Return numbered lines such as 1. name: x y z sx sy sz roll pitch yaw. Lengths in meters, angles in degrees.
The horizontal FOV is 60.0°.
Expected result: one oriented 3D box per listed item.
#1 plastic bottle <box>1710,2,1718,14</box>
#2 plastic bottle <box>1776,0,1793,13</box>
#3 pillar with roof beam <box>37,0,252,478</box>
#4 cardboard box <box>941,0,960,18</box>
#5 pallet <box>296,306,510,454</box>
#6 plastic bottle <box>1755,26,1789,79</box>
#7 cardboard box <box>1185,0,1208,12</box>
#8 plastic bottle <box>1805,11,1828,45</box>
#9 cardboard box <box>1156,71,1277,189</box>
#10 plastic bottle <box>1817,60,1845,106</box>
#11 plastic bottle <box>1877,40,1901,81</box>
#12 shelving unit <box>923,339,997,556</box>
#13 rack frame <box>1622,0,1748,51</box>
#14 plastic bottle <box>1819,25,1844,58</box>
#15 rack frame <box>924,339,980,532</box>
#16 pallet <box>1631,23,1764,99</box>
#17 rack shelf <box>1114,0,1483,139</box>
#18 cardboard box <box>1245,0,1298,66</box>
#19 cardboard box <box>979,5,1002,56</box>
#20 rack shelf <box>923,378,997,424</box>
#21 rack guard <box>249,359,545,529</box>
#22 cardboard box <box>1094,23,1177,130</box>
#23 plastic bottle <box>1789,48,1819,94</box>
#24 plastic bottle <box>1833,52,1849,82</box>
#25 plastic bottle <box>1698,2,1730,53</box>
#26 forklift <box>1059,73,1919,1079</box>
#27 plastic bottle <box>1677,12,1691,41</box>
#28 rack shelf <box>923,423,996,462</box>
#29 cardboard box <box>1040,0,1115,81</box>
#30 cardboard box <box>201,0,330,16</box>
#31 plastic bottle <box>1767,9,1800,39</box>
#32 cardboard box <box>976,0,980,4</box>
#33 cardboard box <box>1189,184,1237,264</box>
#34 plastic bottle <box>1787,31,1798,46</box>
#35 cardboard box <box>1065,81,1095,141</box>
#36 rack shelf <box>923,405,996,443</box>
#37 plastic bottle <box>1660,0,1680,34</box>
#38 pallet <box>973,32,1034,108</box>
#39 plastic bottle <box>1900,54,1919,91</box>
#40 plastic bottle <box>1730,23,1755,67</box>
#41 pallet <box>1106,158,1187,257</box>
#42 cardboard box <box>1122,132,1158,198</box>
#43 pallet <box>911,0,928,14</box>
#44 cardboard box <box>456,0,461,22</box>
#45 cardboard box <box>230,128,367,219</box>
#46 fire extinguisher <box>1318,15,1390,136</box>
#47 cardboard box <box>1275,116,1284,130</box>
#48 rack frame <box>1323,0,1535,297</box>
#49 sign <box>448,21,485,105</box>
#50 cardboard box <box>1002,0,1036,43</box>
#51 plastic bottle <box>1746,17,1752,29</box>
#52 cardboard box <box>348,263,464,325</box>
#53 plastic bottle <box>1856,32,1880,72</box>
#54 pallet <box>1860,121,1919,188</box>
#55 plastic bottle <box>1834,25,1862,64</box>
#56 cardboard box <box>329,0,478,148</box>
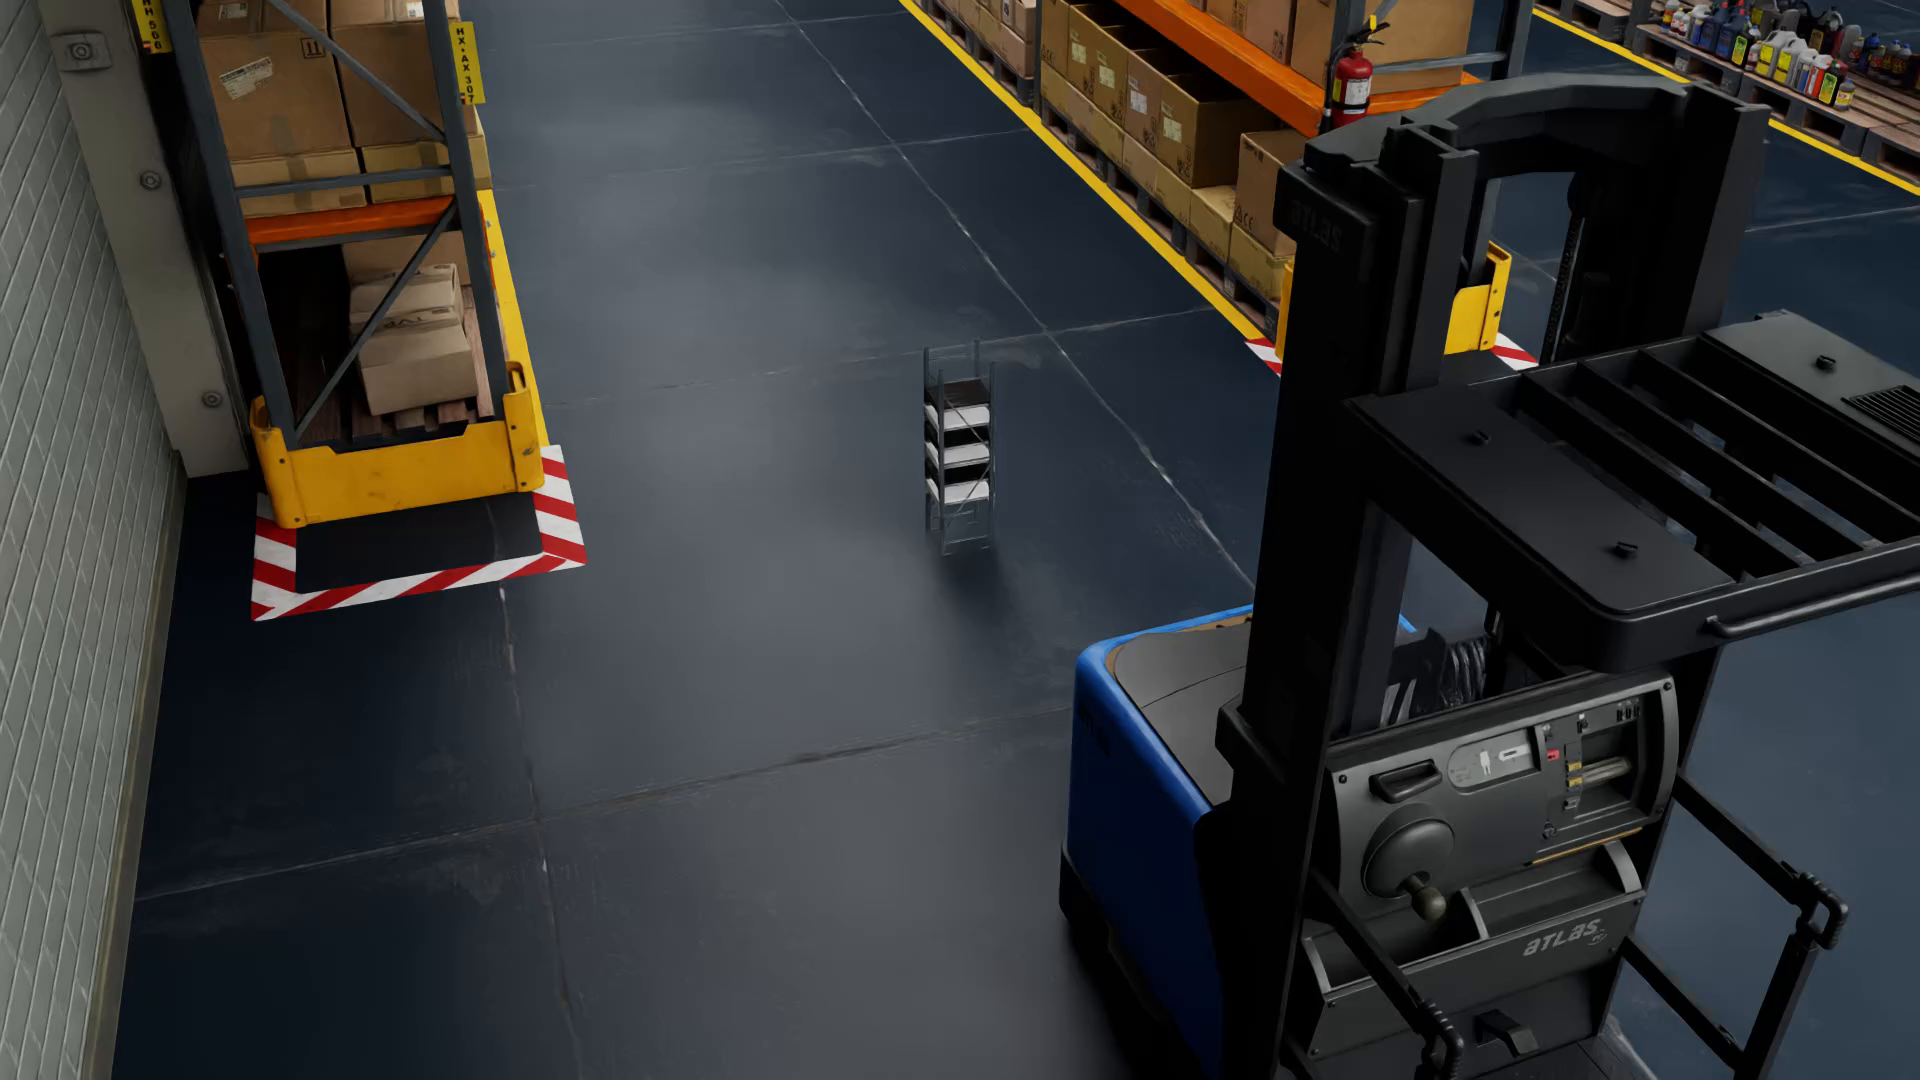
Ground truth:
1. plastic bottle: 5.641 -3.868 12.448 0.061 0.283 0.133 -10 35 -15
2. plastic bottle: 6.206 -3.995 12.578 0.144 0.351 0.185 -11 35 -16
3. pillar with roof beam: 0.583 -4.889 6.486 9.100 9.000 0.400 -10 35 -15
4. cardboard box: 0.152 -4.374 13.262 0.500 0.250 0.500 -9 35 -14
5. pallet: -2.717 -0.749 8.192 1.003 0.211 1.213 -10 35 -15
6. plastic bottle: 5.774 -3.469 11.782 0.144 0.351 0.185 -10 35 -15
7. cardboard box: 1.632 -3.376 9.548 0.700 0.500 0.500 -9 35 -13
8. plastic bottle: 6.354 -3.787 12.326 0.061 0.283 0.133 -8 34 -12
9. cardboard box: 1.471 -2.370 9.549 0.500 0.500 0.500 -10 35 -15
10. plastic bottle: 5.925 -3.105 11.293 0.061 0.283 0.133 -9 35 -14
11. plastic bottle: 6.564 -3.388 11.732 0.097 0.271 0.097 0 33 0
12. shelving unit: -0.002 -0.380 7.008 0.258 0.900 0.210 -10 35 -15
13. rack frame: 5.735 -5.206 12.408 1.000 3.000 0.127 -10 35 -15
14. plastic bottle: 6.308 -3.592 12.030 0.061 0.283 0.133 -10 35 -15
15. rack frame: -0.033 -0.433 7.089 0.240 0.900 0.006 -10 35 -15
16. pallet: 5.901 -3.683 12.632 1.003 0.211 1.213 -10 35 -15
17. rack shelf: 1.627 -3.025 9.759 1.077 0.370 4.000 -10 35 -15
18. cardboard box: 1.942 -2.839 8.735 0.700 0.500 0.500 -9 35 -13
19. cardboard box: 0.462 -3.838 12.450 0.500 0.250 0.500 -11 35 -15
20. rack shelf: -0.002 -0.577 6.878 0.258 0.077 0.200 -10 35 -15
21. rack guard: -2.502 -0.437 7.458 1.175 0.500 0.348 -10 35 -15
22. cardboard box: 1.166 -2.895 10.343 0.500 0.500 0.500 -10 35 -15
23. plastic bottle: 5.885 -3.253 11.524 0.152 0.276 0.135 -11 35 -16
24. plastic bottle: 6.028 -3.202 11.440 0.061 0.283 0.133 -10 35 -15
25. plastic bottle: 5.587 -3.791 12.270 0.144 0.351 0.185 -9 35 -13
26. forklift: 1.330 0.640 3.623 1.130 2.935 3.031 -12 35 -18
27. plastic bottle: 5.477 -3.874 12.532 0.097 0.201 0.097 0 33 0
28. rack shelf: -0.002 -0.427 6.977 0.258 0.077 0.200 -10 35 -15
29. cardboard box: 0.860 -3.420 11.138 0.500 0.500 0.500 -10 35 -15
30. cardboard box: -2.970 -2.176 7.260 0.500 0.500 0.500 -10 35 -14
31. plastic bottle: 6.132 -3.825 12.389 0.152 0.276 0.135 -10 35 -15
32. cardboard box: 0.306 -4.336 12.696 0.500 0.311 0.500 -10 35 -15
33. cardboard box: 1.628 -1.795 9.359 0.500 0.250 0.500 -10 35 -15
34. plastic bottle: 5.907 -3.476 11.860 0.152 0.276 0.135 -10 35 -15
35. cardboard box: 1.017 -2.845 10.948 0.500 0.250 0.500 -10 35 -15
36. rack shelf: -0.002 -0.502 6.928 0.258 0.077 0.200 -10 35 -15
37. plastic bottle: 5.415 -4.010 12.674 0.097 0.271 0.097 0 33 0
38. pallet: 0.755 -3.592 12.494 1.003 0.211 1.213 -10 35 -15
39. plastic bottle: 6.648 -3.282 11.562 0.061 0.283 0.133 -9 35 -14
40. plastic bottle: 5.655 -3.570 11.997 0.061 0.283 0.133 -9 34 -13
41. pallet: 1.596 -2.145 10.305 1.003 0.211 1.213 -10 35 -15
42. cardboard box: 1.323 -2.320 10.154 0.500 0.250 0.500 -10 35 -15
43. pallet: 0.011 -4.873 14.433 1.003 0.211 1.213 -10 35 -15
44. cardboard box: -2.632 -2.533 7.801 0.500 0.500 0.500 -11 35 -16
45. cardboard box: -2.806 -1.599 7.066 0.500 0.250 0.500 -10 35 -14
46. fire extinguisher: 1.831 -2.103 7.781 0.296 0.674 0.183 -10 35 -15
47. cardboard box: 1.966 -2.457 9.681 0.500 0.500 0.500 -10 35 -15
48. rack frame: 2.237 -2.275 7.972 1.000 3.000 0.127 -10 35 -15
49. sign: -1.963 -1.892 6.608 0.100 0.325 0.005 -10 35 -15
50. cardboard box: 0.621 -3.801 11.887 0.500 0.311 0.500 -10 35 -15
51. plastic bottle: 5.746 -3.702 12.207 0.097 0.271 0.097 0 33 0
52. cardboard box: -2.779 -1.179 8.354 0.500 0.311 0.500 -7 34 -11
53. plastic bottle: 6.502 -3.494 11.893 0.097 0.271 0.097 0 33 0
54. pallet: 6.645 -2.402 10.694 1.003 0.211 1.213 -10 35 -15
55. plastic bottle: 6.409 -3.607 12.060 0.152 0.276 0.135 -9 35 -14
56. cardboard box: -2.339 -2.000 6.993 0.500 0.500 0.500 -10 35 -15
